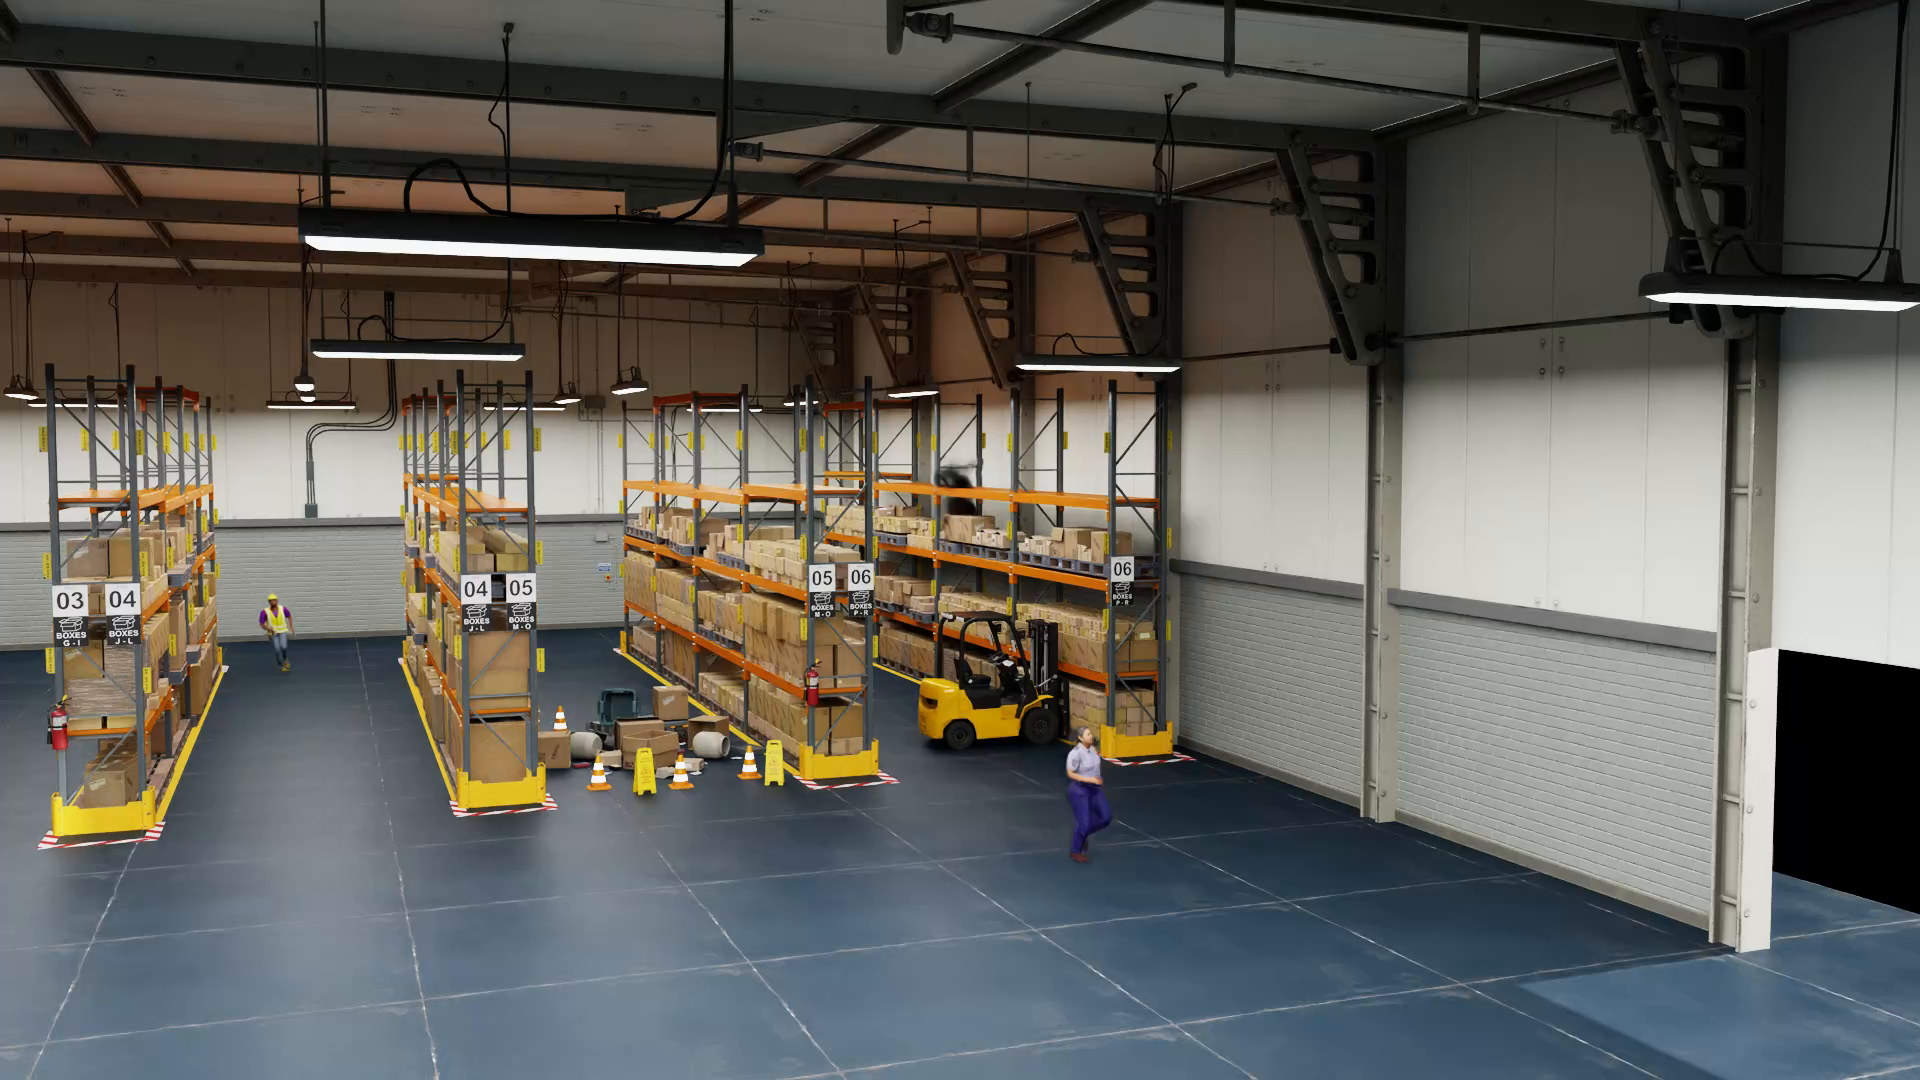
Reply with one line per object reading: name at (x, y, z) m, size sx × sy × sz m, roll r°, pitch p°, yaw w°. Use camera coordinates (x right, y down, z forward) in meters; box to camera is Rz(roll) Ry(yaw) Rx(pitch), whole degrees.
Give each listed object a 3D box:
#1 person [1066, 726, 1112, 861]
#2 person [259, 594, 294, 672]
person at (1.542, 3.072, 19.892) m, size 0.522 × 1.536 × 0.657 m, roll 3°, pitch 4°, yaw 40°
person at (-14.826, 2.034, 36.103) m, size 0.703 × 1.710 × 0.583 m, roll -2°, pitch 4°, yaw -27°
